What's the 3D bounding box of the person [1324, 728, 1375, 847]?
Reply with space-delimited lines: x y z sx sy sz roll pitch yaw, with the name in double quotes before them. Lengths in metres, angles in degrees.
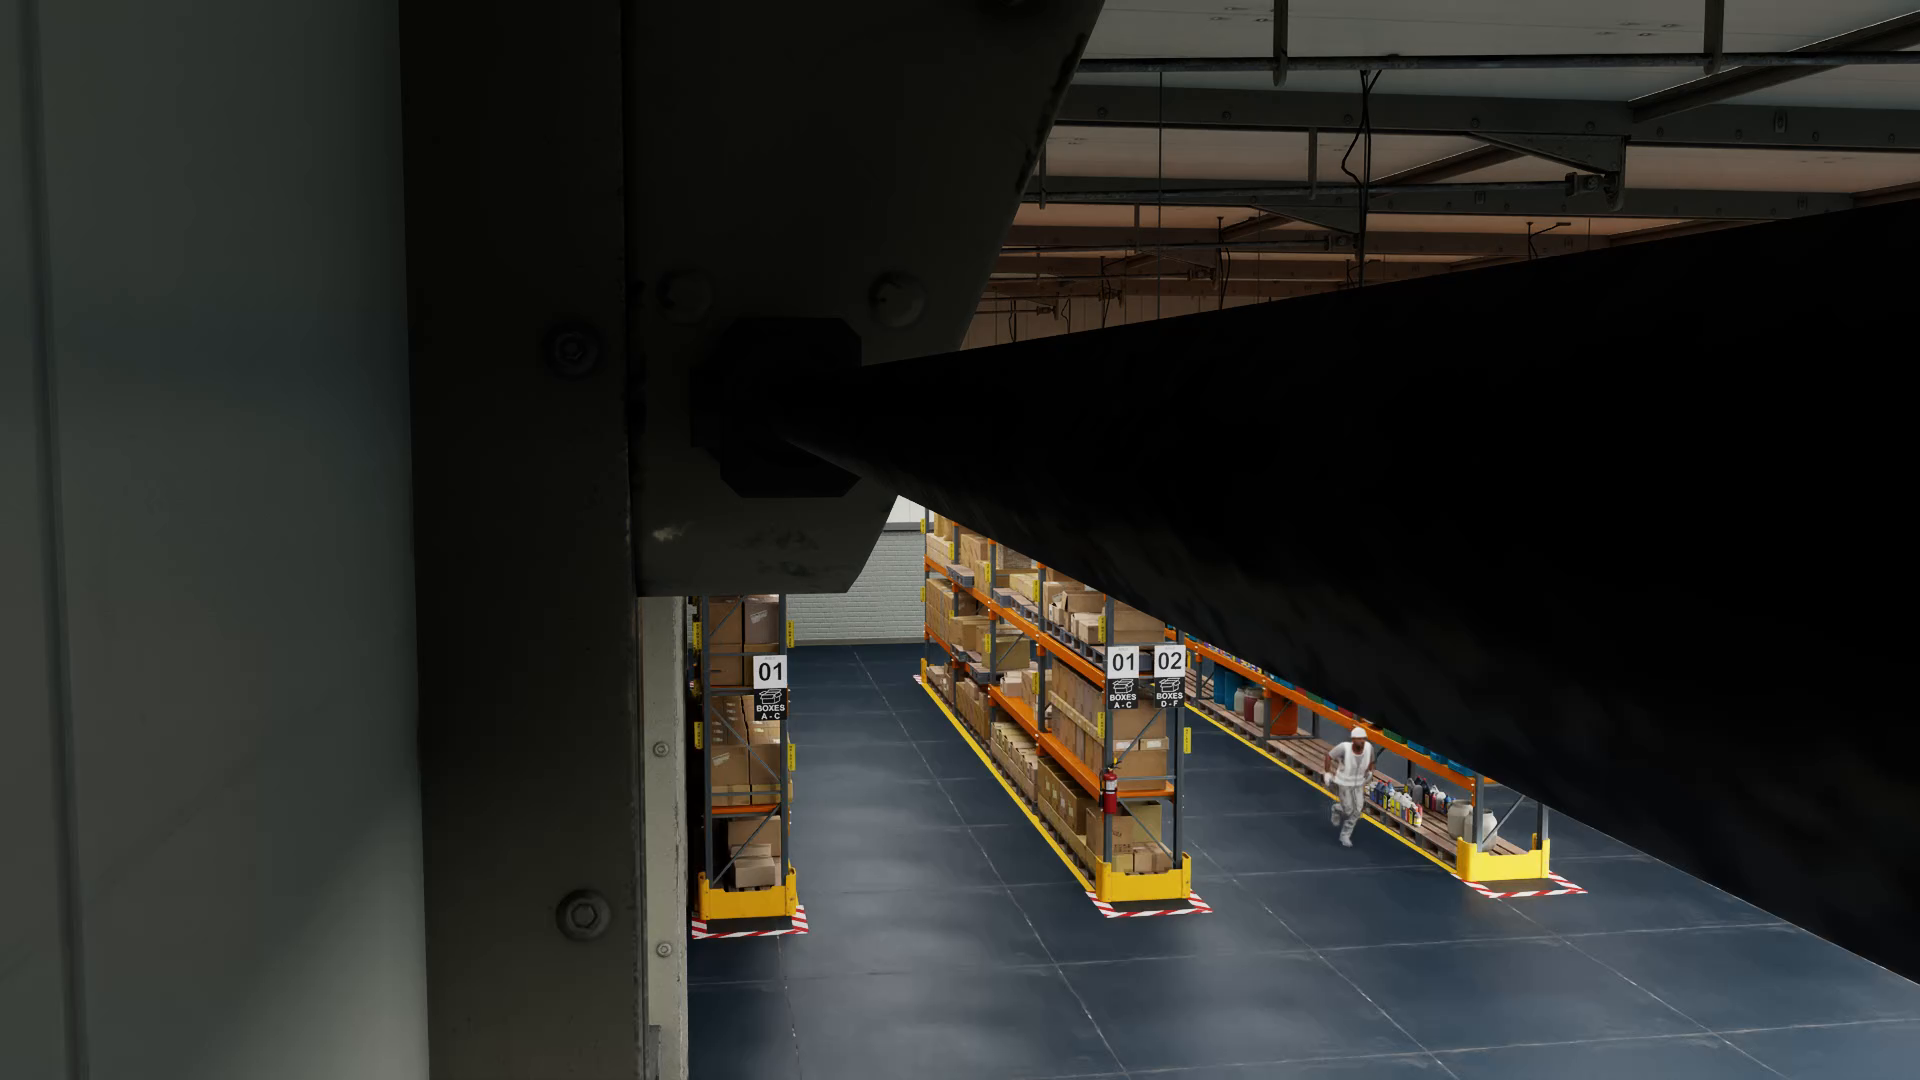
"person" 5.483 3.439 23.386 0.675 1.705 0.759 -2 5 -18
